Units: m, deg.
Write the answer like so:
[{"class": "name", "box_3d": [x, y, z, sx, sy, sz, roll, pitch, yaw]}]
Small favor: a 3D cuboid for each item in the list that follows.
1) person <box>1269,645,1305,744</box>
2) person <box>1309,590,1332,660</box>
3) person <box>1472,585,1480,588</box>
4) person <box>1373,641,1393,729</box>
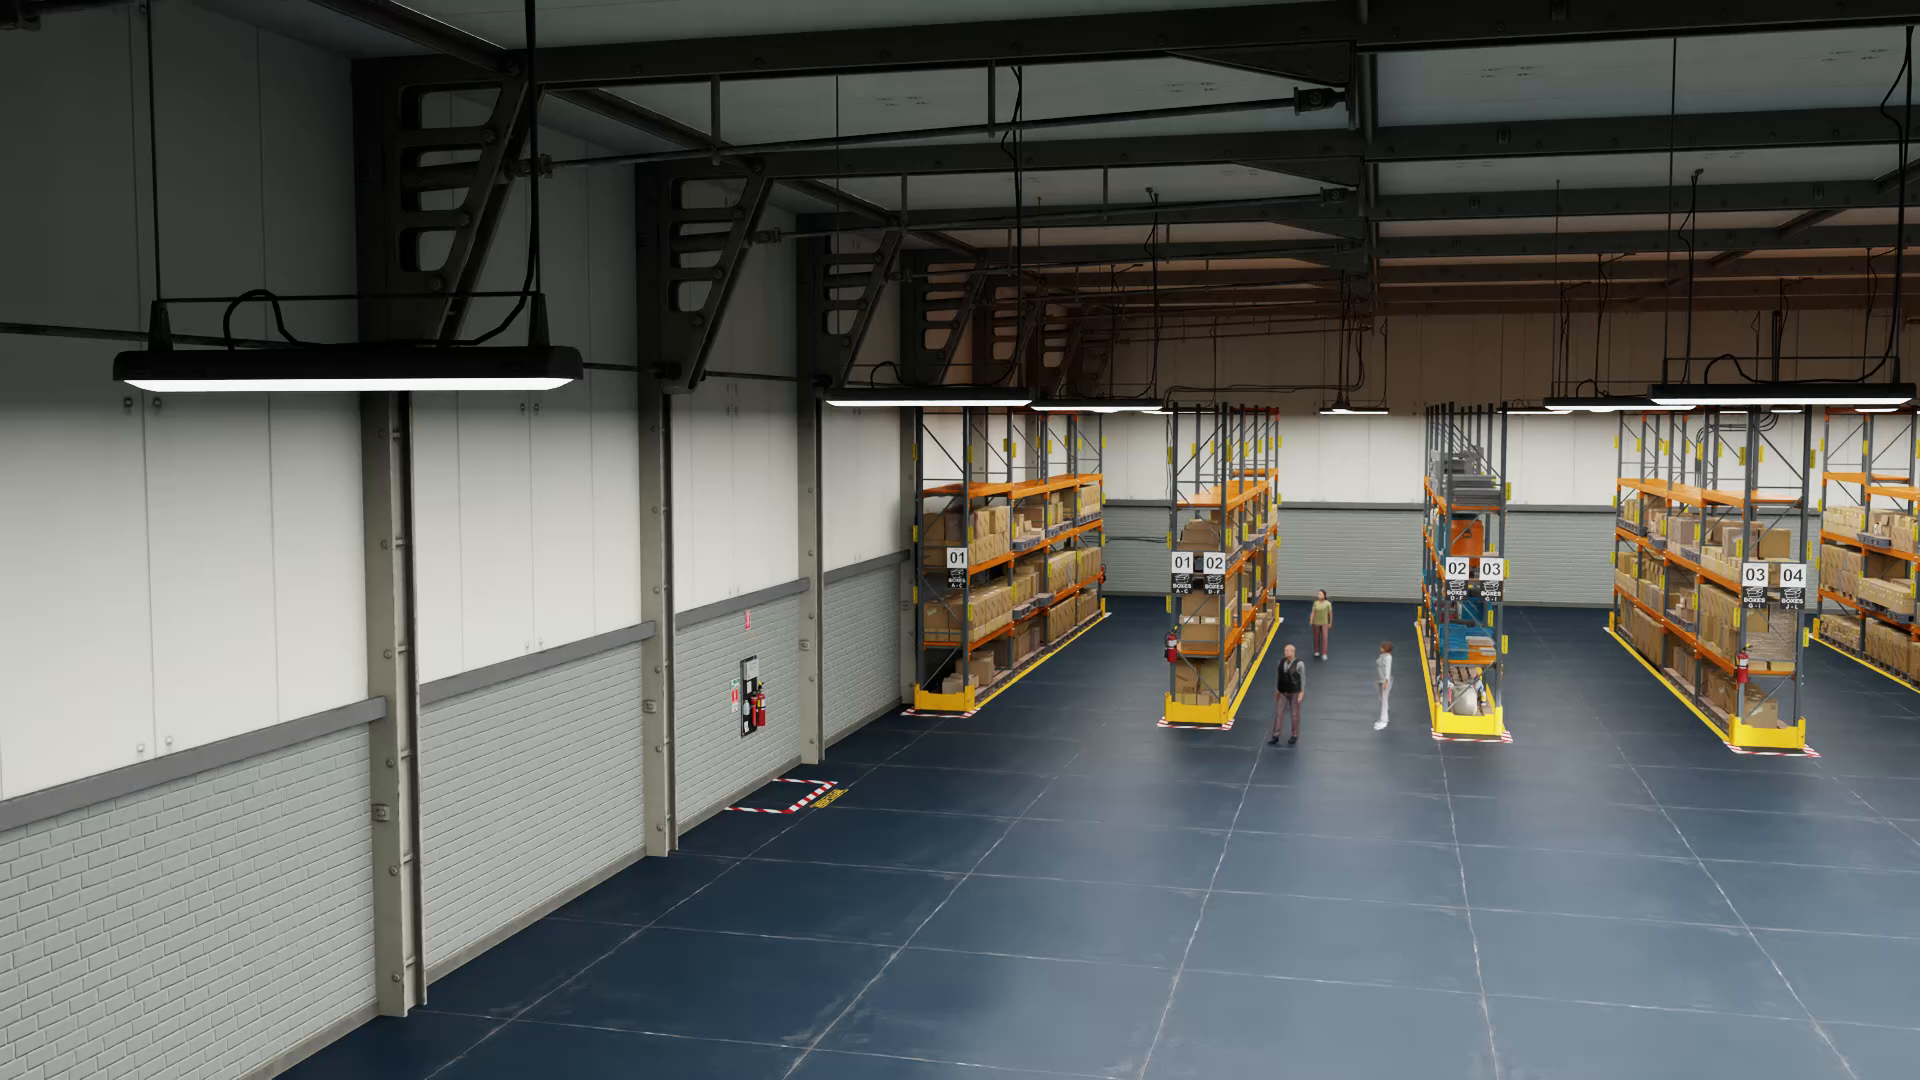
[{"class": "person", "box_3d": [5.738, 2.711, 29.151, 0.553, 1.735, 0.558, 3, 5, 35]}, {"class": "person", "box_3d": [8.543, 1.990, 39.369, 0.544, 1.618, 0.978, 1, 4, 8]}, {"class": "person", "box_3d": [15.055, 1.346, 48.158, 0.460, 1.684, 0.504, 0, 4, 6]}, {"class": "person", "box_3d": [7.760, 2.659, 30.730, 0.489, 1.604, 0.442, -2, 5, -21]}]
